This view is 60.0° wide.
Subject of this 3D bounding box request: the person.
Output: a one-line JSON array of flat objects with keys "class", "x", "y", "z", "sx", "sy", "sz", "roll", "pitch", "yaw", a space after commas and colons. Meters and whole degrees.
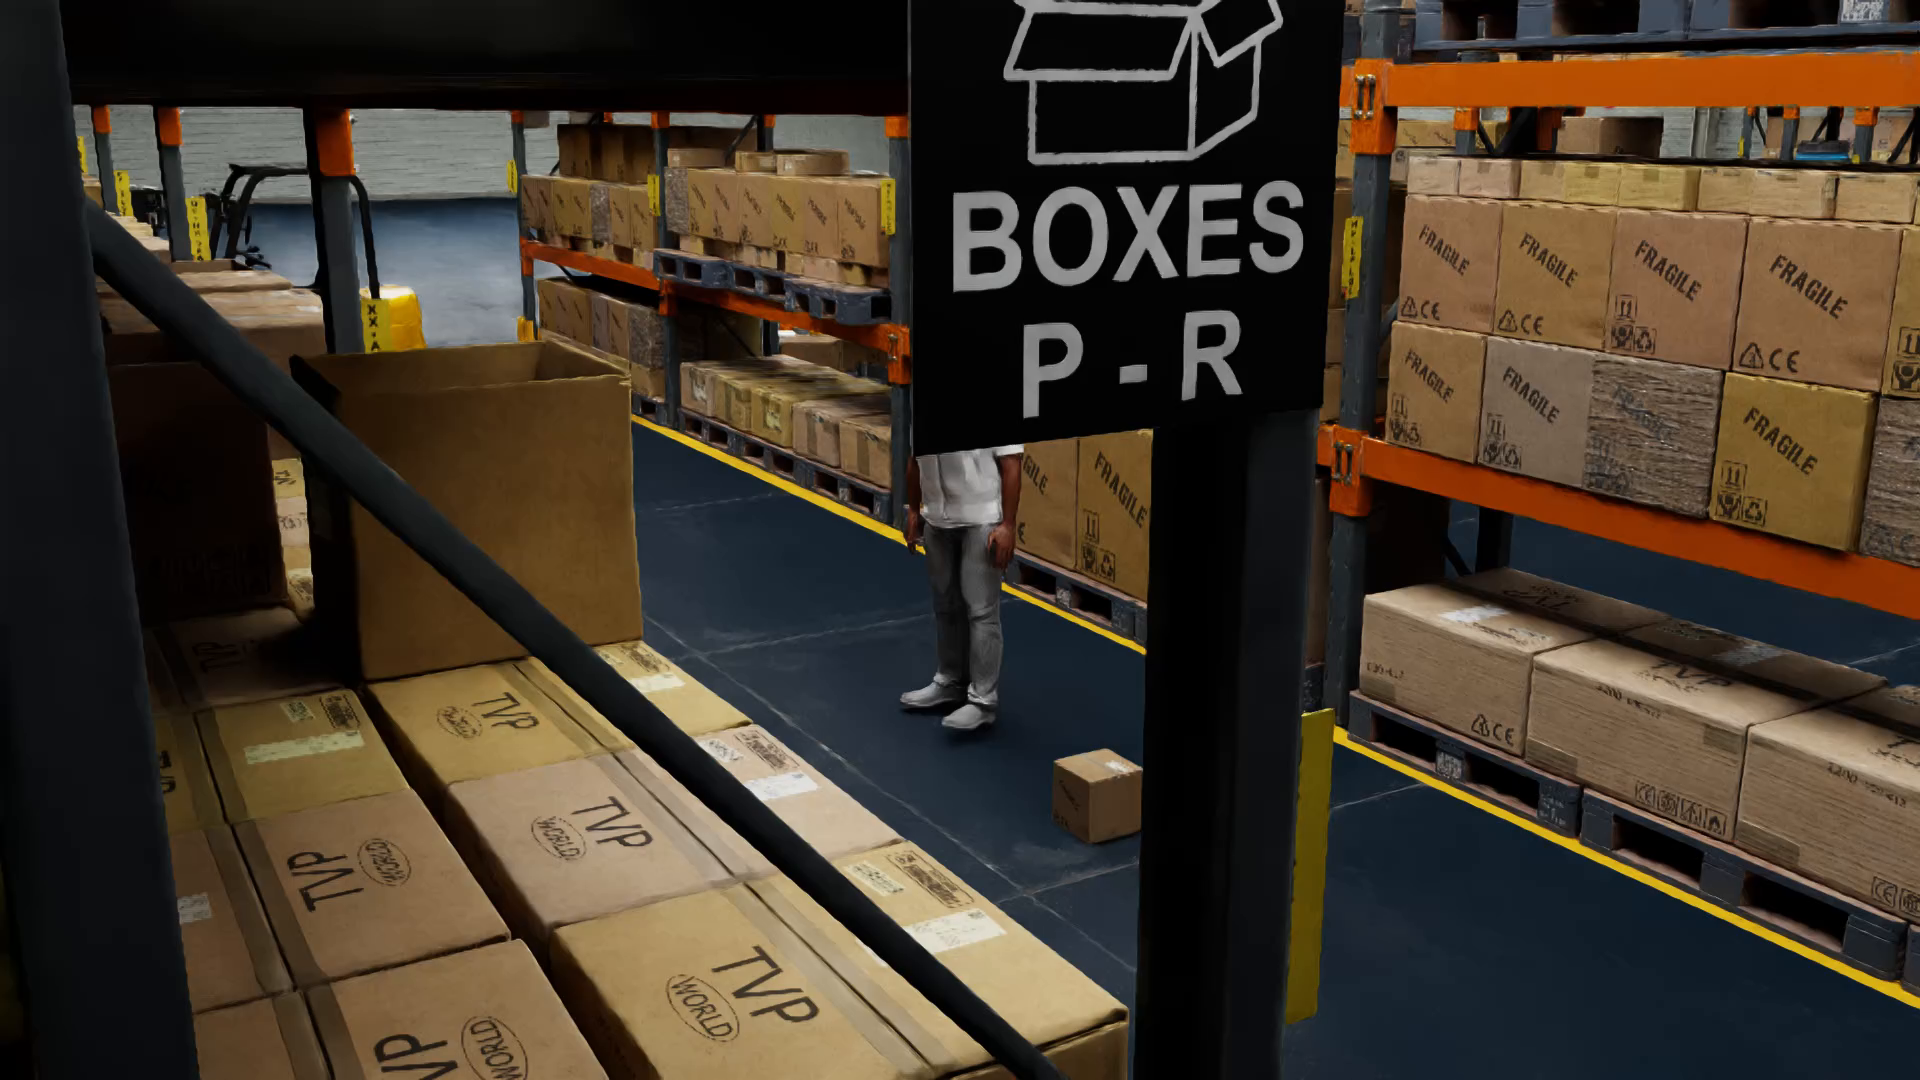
[{"class": "person", "x": -0.024, "y": -0.073, "z": 7.125, "sx": 0.636, "sy": 1.770, "sz": 0.470, "roll": 12, "pitch": 19, "yaw": 38}]
